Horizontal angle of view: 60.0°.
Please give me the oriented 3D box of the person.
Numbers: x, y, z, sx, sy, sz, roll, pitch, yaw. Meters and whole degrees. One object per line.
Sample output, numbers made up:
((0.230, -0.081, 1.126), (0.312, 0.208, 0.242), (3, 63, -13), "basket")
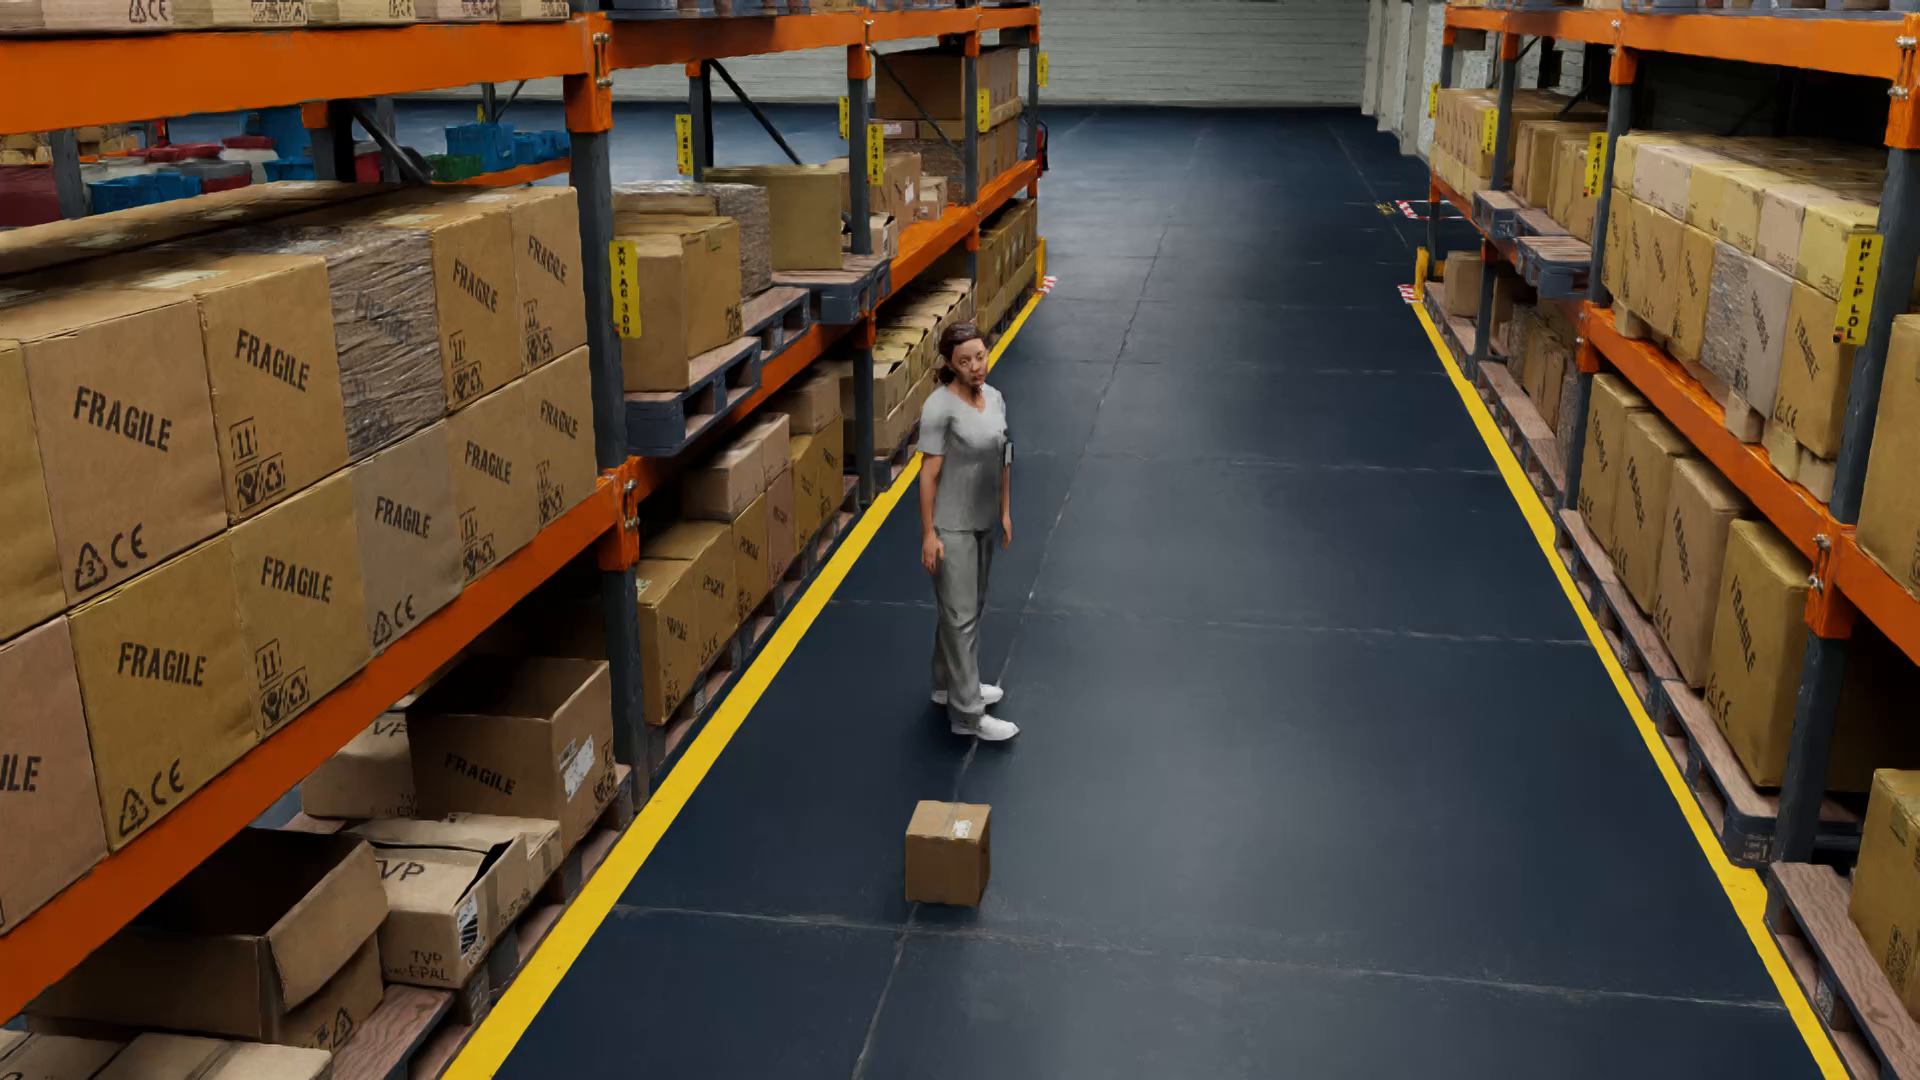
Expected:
((0.050, -0.043, 6.612), (0.561, 1.669, 0.547), (13, 22, 35), "person")
